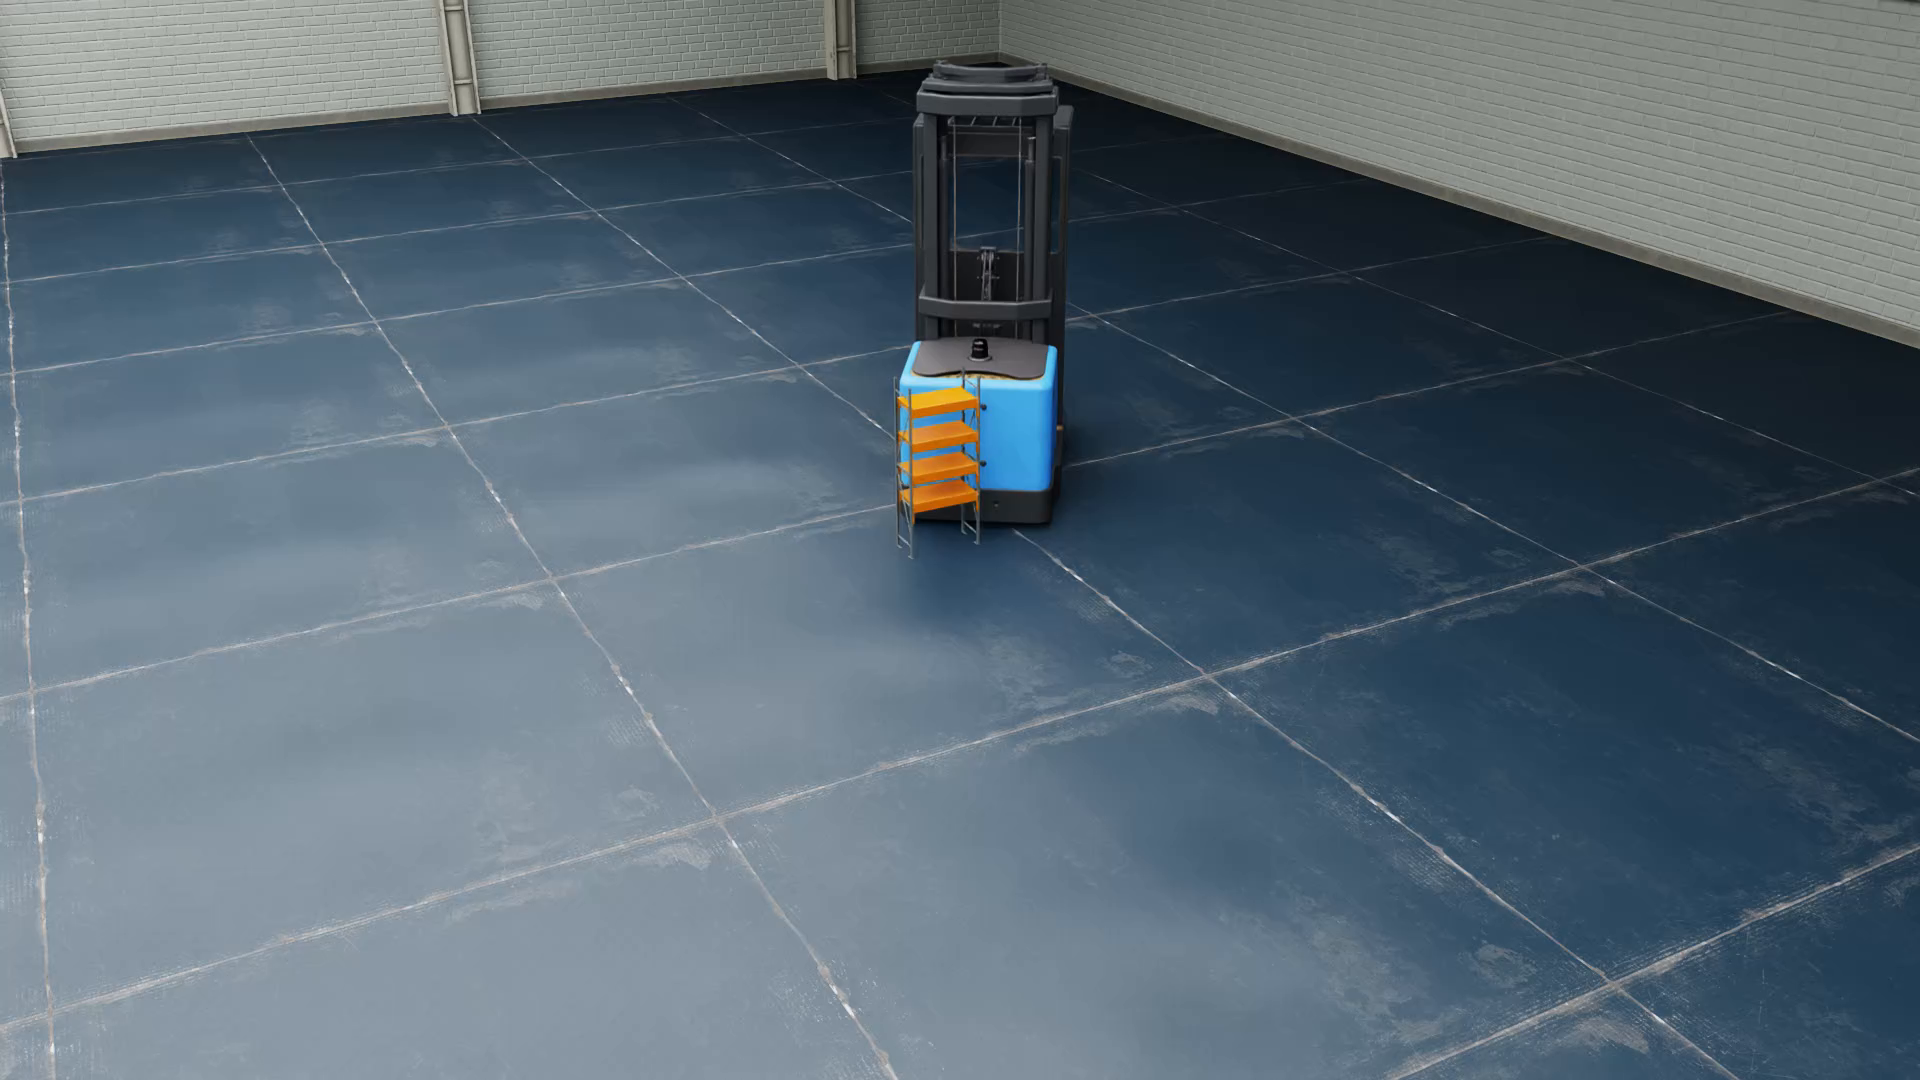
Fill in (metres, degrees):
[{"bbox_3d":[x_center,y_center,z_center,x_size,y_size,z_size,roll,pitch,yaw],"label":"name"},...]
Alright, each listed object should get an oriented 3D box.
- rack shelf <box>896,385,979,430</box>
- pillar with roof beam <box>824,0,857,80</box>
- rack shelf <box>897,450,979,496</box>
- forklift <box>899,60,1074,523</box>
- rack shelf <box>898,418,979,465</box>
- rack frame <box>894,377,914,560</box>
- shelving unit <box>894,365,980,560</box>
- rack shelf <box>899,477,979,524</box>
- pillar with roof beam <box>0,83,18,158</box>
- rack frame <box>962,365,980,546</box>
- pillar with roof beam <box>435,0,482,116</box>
[{"bbox_3d":[-0.147,-0.858,10.742,0.480,0.148,0.258,-12,28,-24],"label":"rack shelf"},{"bbox_3d":[0.126,-9.846,21.359,0.400,9.000,9.100,-13,29,-25],"label":"pillar with roof beam"},{"bbox_3d":[-0.147,-0.443,10.941,0.480,0.148,0.258,-12,28,-24],"label":"rack shelf"},{"bbox_3d":[0.241,-2.038,12.108,1.130,2.935,3.031,2,26,5],"label":"forklift"},{"bbox_3d":[-0.147,-0.644,10.844,0.480,0.148,0.258,-12,28,-24],"label":"rack shelf"},{"bbox_3d":[-0.365,-0.456,10.814,0.015,1.200,0.240,-12,28,-24],"label":"rack frame"},{"bbox_3d":[-0.147,-0.503,10.912,0.503,1.200,0.258,-12,28,-24],"label":"shelving unit"},{"bbox_3d":[-0.147,-0.264,11.027,0.480,0.148,0.258,-12,28,-24],"label":"rack shelf"},{"bbox_3d":[-10.463,-7.402,16.269,0.400,9.000,9.100,-13,29,-25],"label":"pillar with roof beam"},{"bbox_3d":[0.072,-0.550,11.010,0.015,1.200,0.240,-12,28,-24],"label":"rack frame"},{"bbox_3d":[-5.168,-8.624,18.814,0.400,9.000,9.100,-13,29,-25],"label":"pillar with roof beam"}]
